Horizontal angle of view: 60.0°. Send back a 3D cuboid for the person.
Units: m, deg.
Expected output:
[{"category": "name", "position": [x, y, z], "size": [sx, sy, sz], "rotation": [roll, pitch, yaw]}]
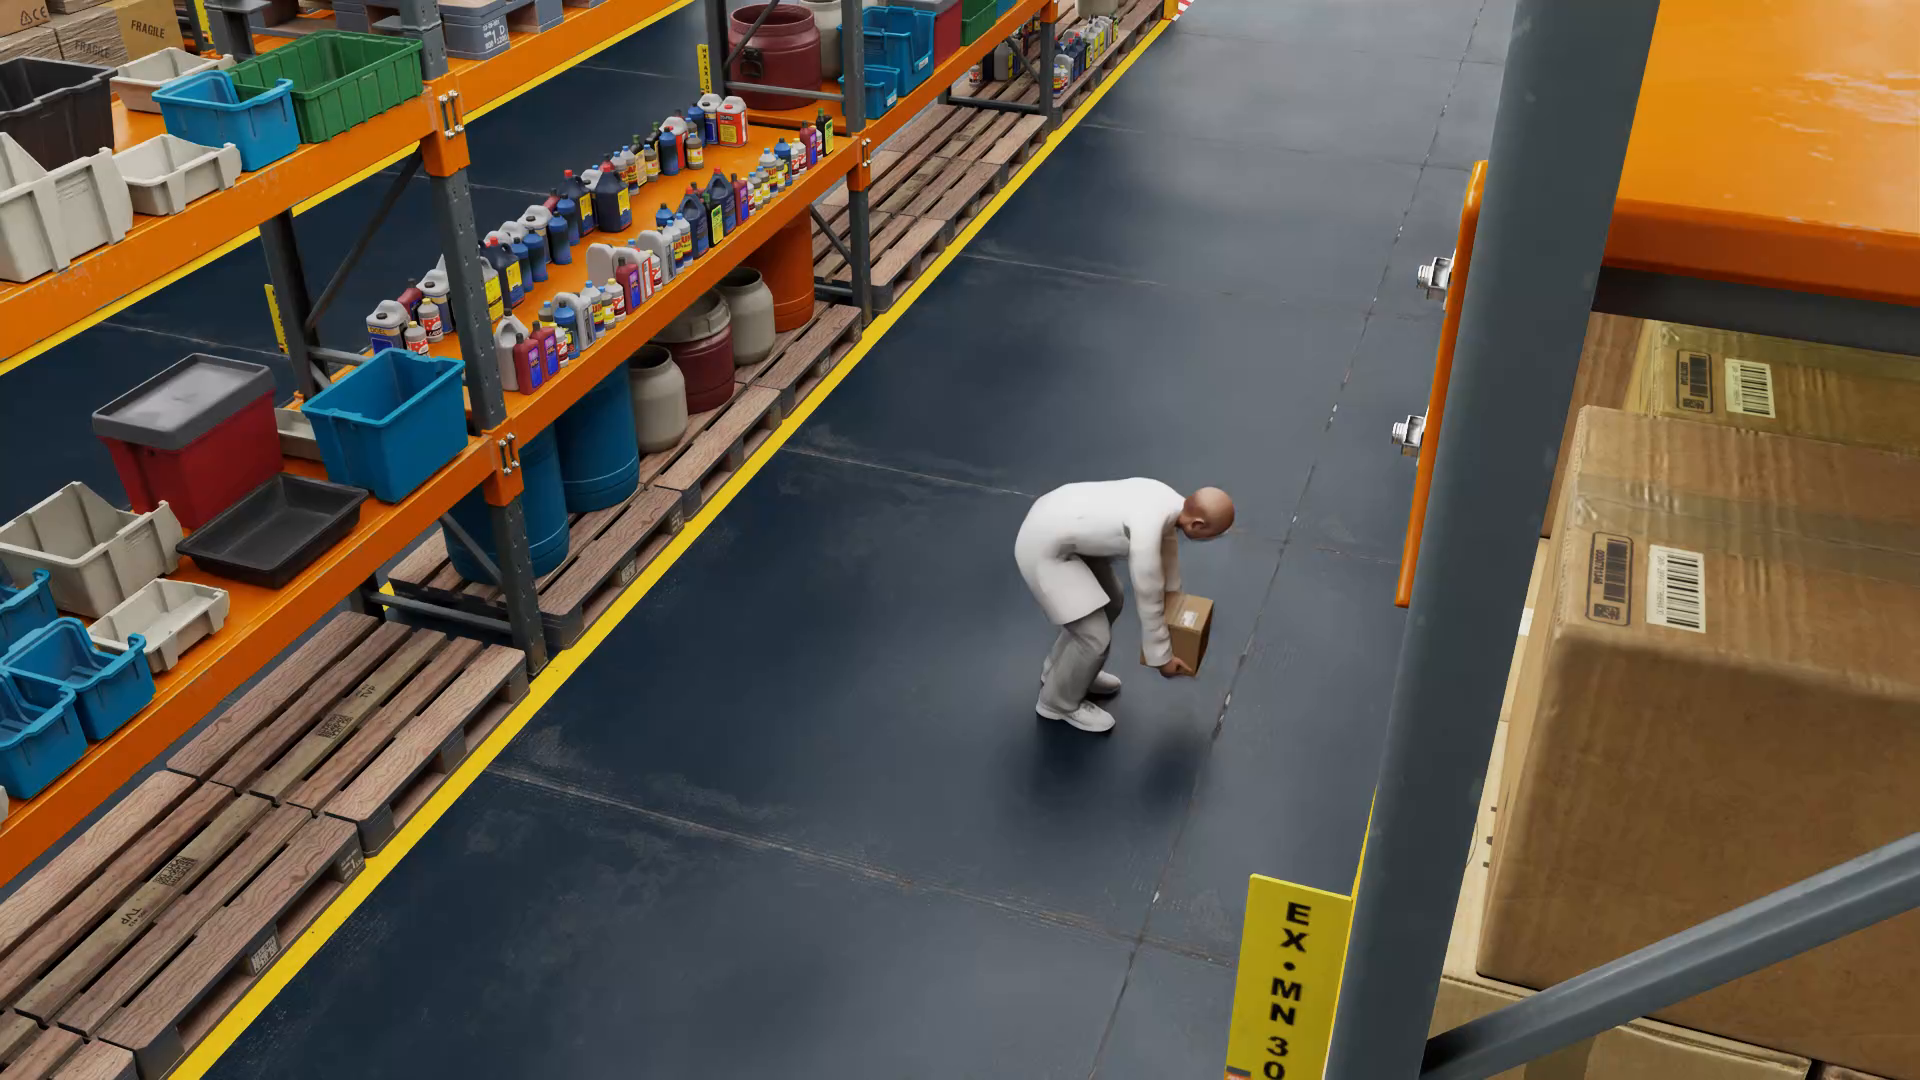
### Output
[{"category": "person", "position": [0.693, 0.273, 7.262], "size": [0.922, 1.202, 0.572], "rotation": [10, 34, 14]}]
